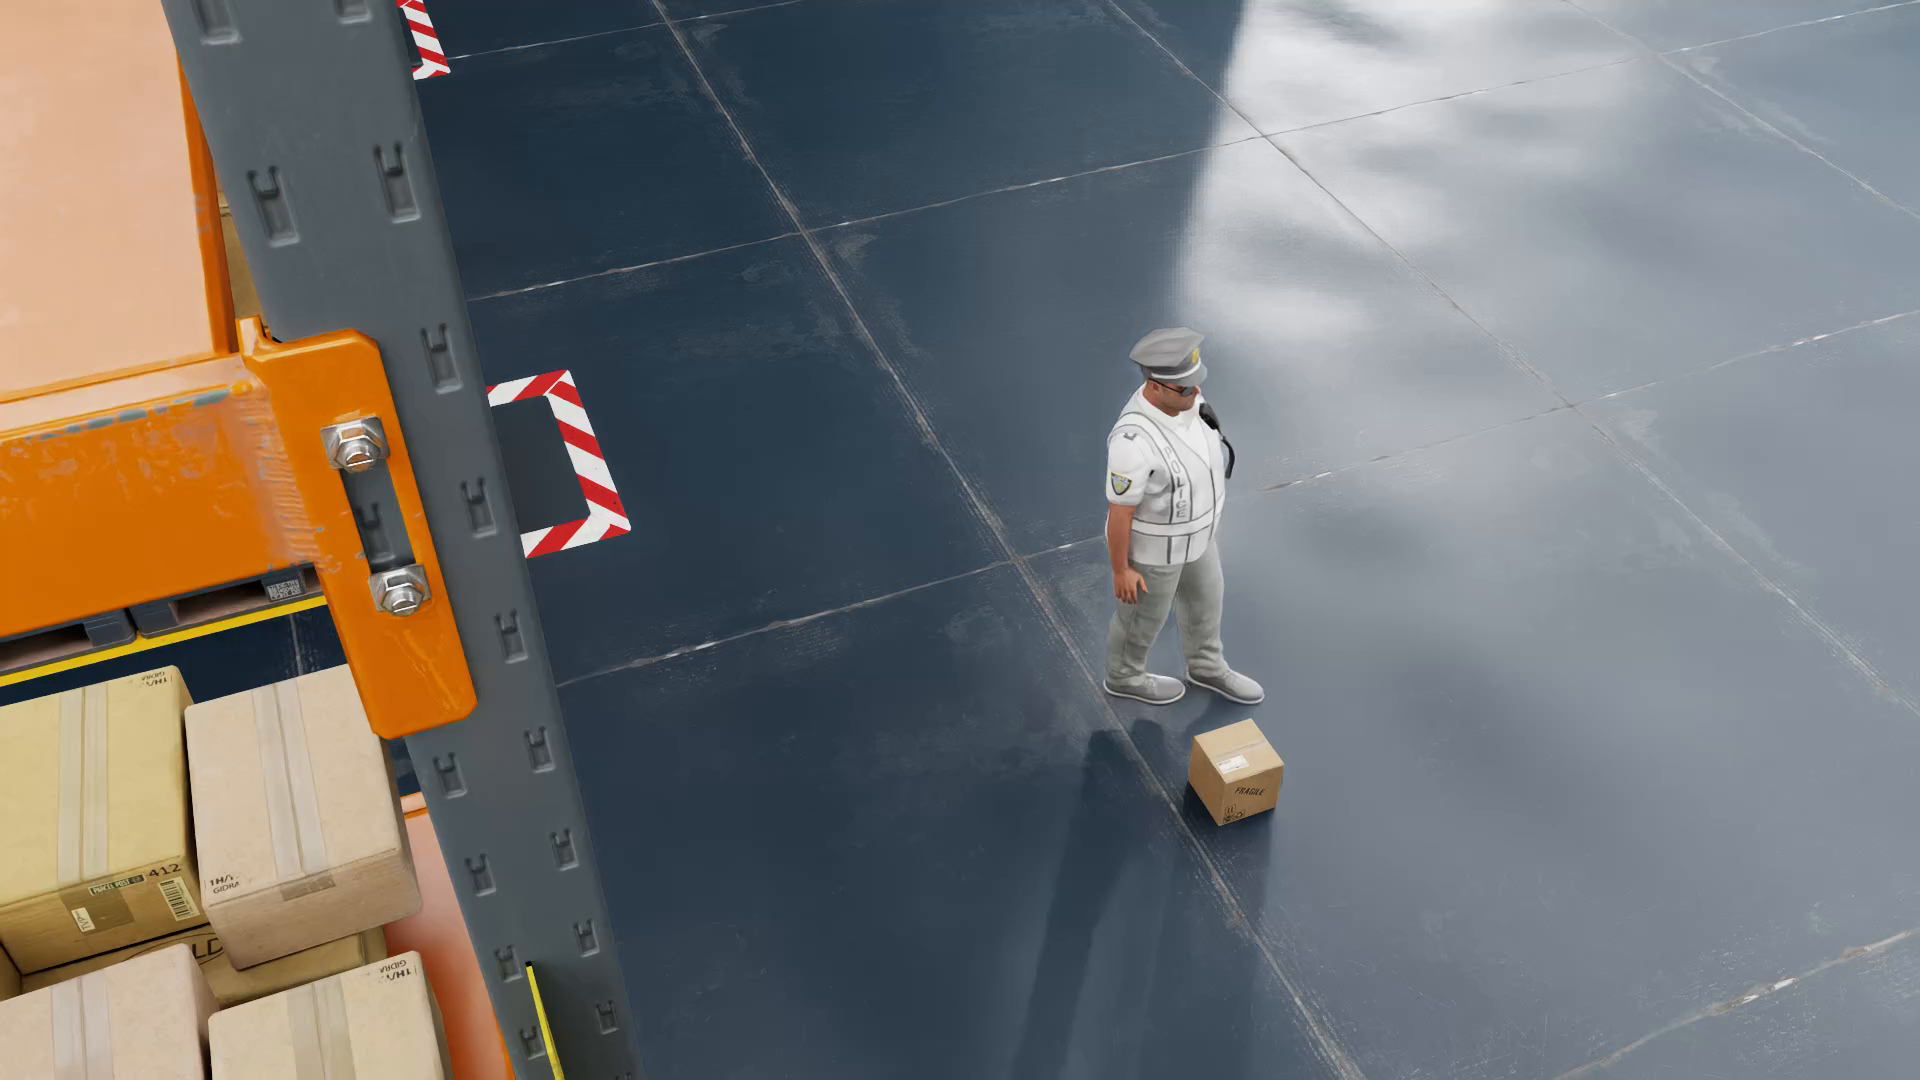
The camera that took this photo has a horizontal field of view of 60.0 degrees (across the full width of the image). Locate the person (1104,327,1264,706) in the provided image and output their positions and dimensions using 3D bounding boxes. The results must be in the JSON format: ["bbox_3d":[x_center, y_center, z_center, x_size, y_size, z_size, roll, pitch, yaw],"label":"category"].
[{"bbox_3d":[0.852,0.014,6.128,0.605,1.770,0.569,22,46,23],"label":"person"}]
